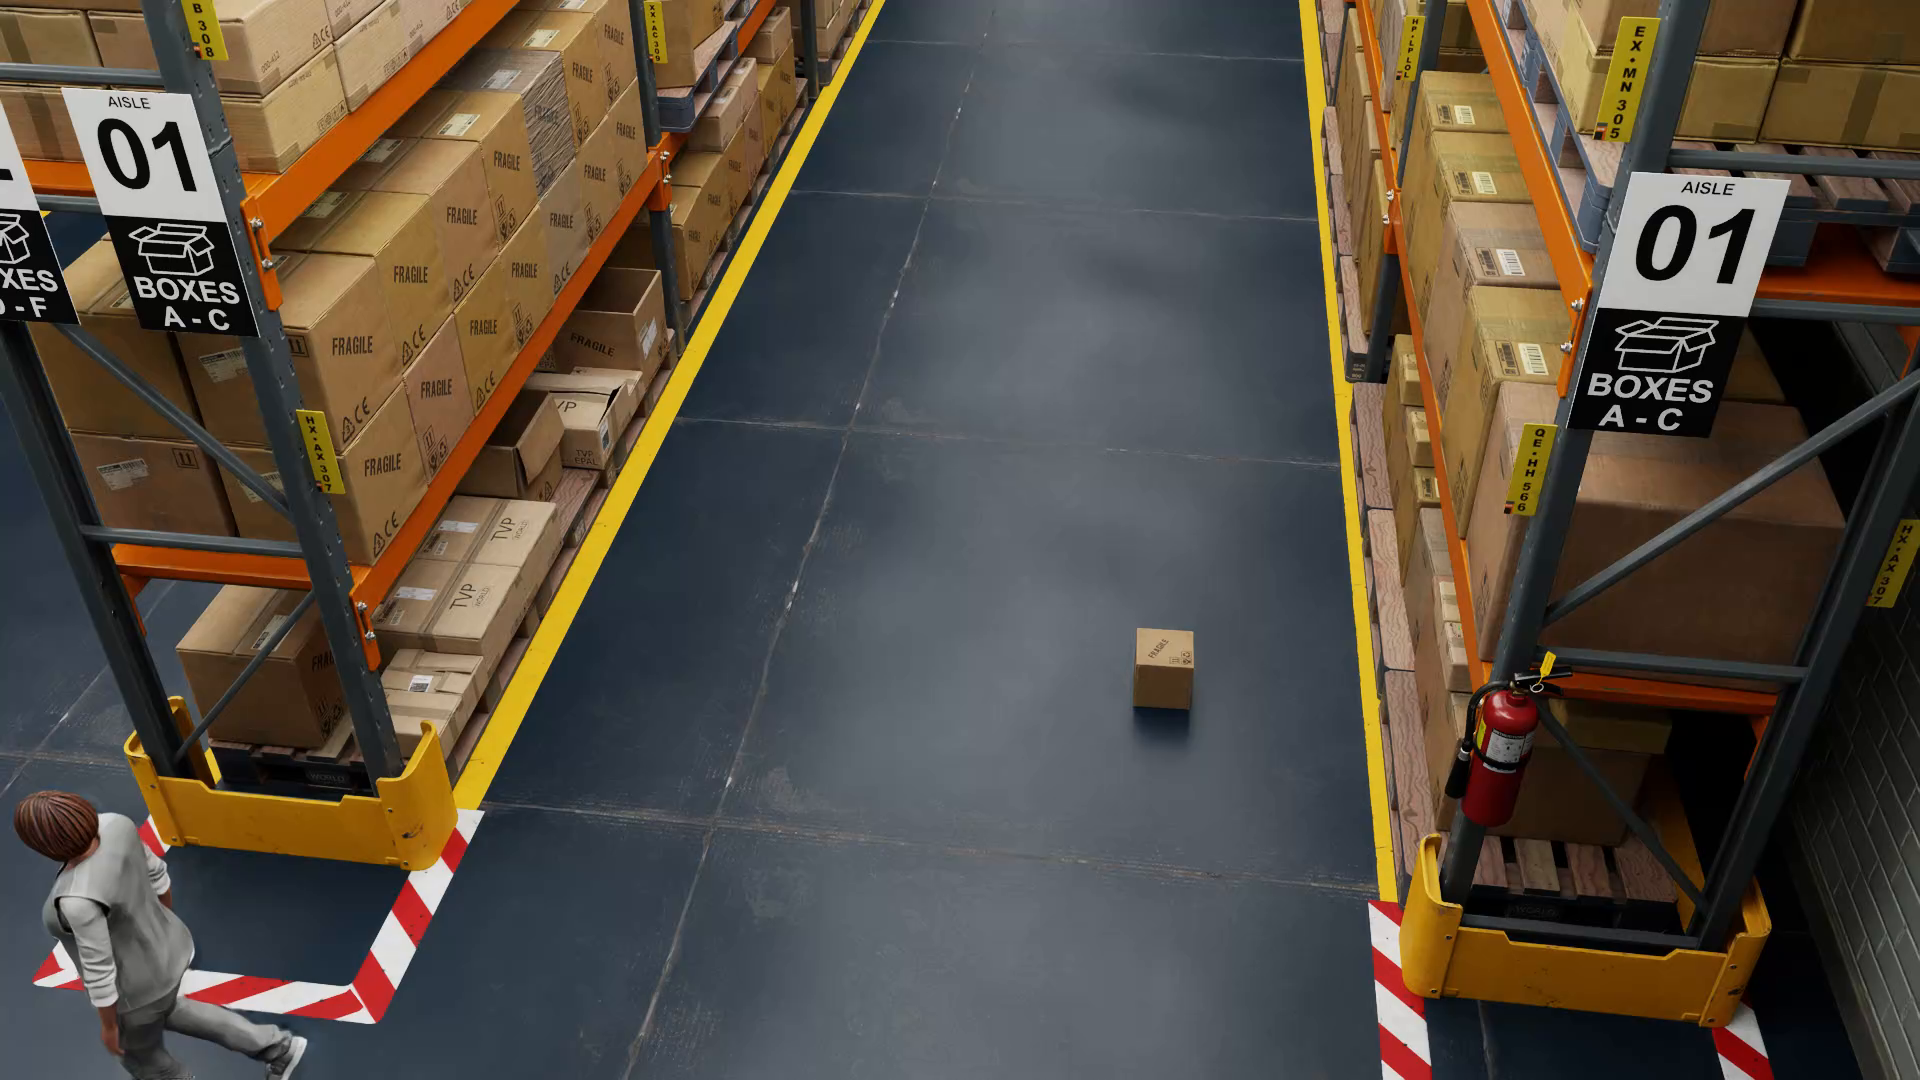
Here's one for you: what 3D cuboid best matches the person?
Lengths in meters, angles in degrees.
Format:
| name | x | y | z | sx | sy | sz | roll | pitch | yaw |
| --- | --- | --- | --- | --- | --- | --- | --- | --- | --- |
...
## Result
| name | x | y | z | sx | sy | sz | roll | pitch | yaw |
| --- | --- | --- | --- | --- | --- | --- | --- | --- | --- |
| person | -2.500 | 1.347 | 5.211 | 0.612 | 1.583 | 0.465 | -3 | 37 | -4 |
